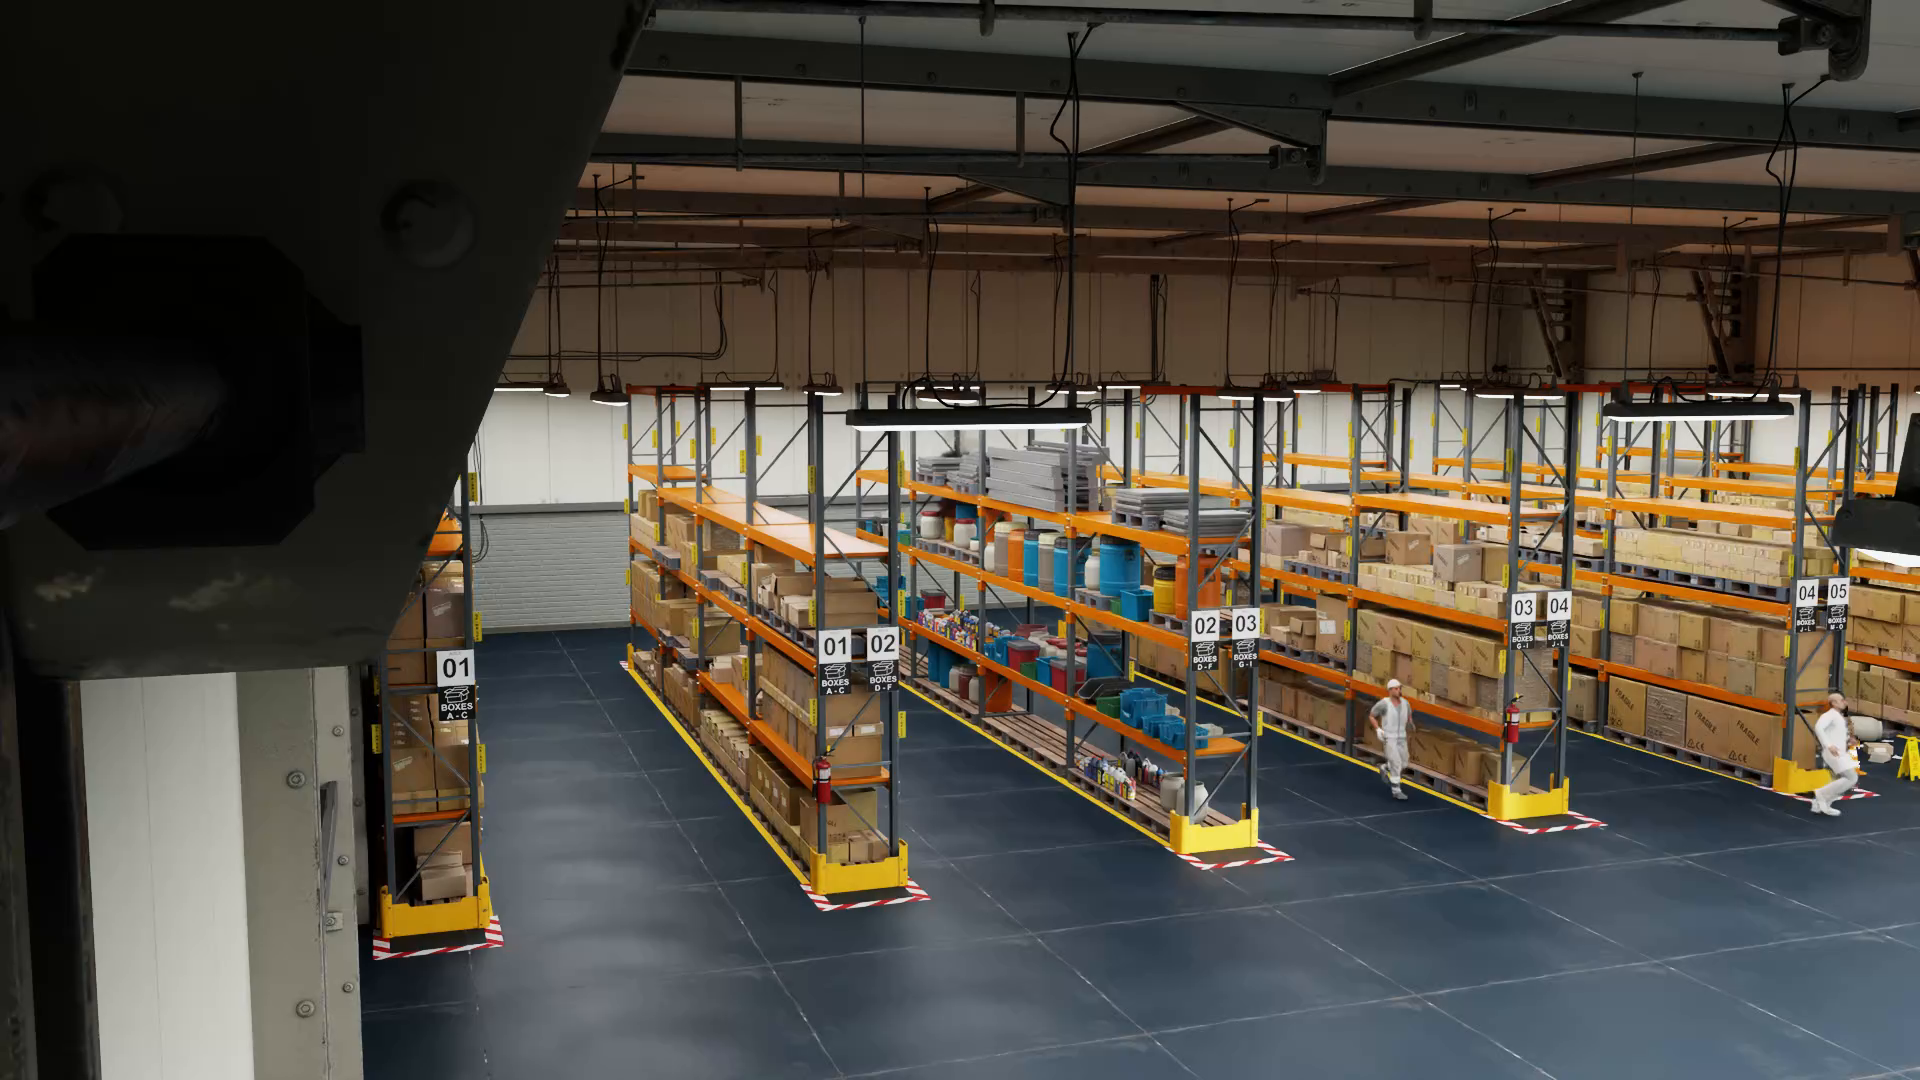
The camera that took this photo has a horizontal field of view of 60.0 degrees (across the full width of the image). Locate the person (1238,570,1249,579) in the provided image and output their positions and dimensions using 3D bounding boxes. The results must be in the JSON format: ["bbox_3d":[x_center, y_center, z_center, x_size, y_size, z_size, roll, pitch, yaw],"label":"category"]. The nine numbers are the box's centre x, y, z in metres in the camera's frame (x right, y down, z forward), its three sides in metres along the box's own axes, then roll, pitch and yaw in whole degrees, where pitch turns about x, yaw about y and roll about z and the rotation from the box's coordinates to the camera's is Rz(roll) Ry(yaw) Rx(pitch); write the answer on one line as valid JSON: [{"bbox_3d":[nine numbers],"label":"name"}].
[{"bbox_3d":[6.916,1.254,41.205,0.605,1.639,0.770,-2,6,-20],"label":"person"}]

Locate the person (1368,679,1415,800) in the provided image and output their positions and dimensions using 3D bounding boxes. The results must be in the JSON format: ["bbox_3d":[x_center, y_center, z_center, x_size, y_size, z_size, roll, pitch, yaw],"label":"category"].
[{"bbox_3d":[6.385,2.920,24.593,0.657,1.755,0.760,-2,6,-19],"label":"person"}]

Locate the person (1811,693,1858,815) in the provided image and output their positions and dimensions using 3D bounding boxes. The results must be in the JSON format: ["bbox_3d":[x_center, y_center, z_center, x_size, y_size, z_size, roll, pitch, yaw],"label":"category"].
[{"bbox_3d":[12.432,3.035,23.588,0.573,1.713,0.725,3,7,29],"label":"person"}]
